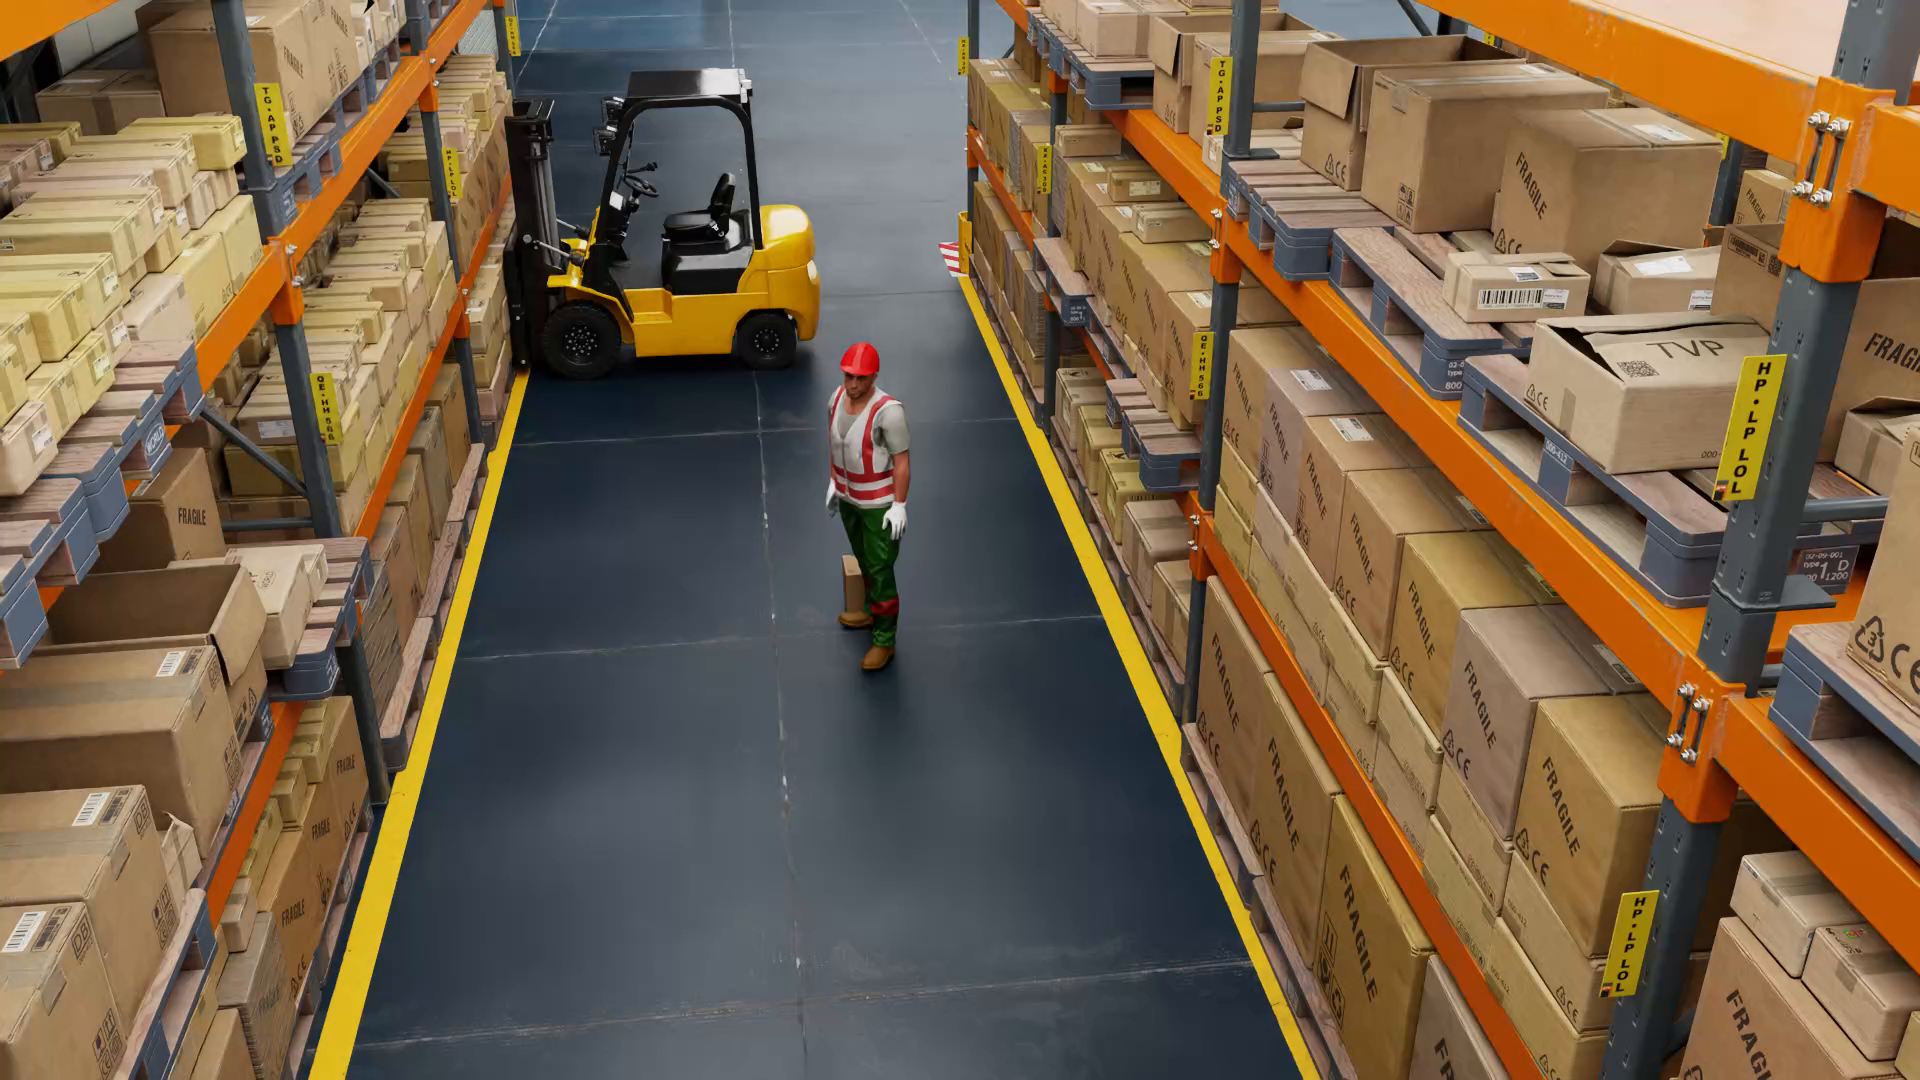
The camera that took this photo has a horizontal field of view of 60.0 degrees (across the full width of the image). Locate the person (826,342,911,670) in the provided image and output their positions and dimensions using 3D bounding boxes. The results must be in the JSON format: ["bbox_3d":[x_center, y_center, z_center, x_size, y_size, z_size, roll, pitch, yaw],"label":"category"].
[{"bbox_3d":[-0.513,-0.219,8.974,0.513,1.789,0.576,-24,35,-38],"label":"person"}]
